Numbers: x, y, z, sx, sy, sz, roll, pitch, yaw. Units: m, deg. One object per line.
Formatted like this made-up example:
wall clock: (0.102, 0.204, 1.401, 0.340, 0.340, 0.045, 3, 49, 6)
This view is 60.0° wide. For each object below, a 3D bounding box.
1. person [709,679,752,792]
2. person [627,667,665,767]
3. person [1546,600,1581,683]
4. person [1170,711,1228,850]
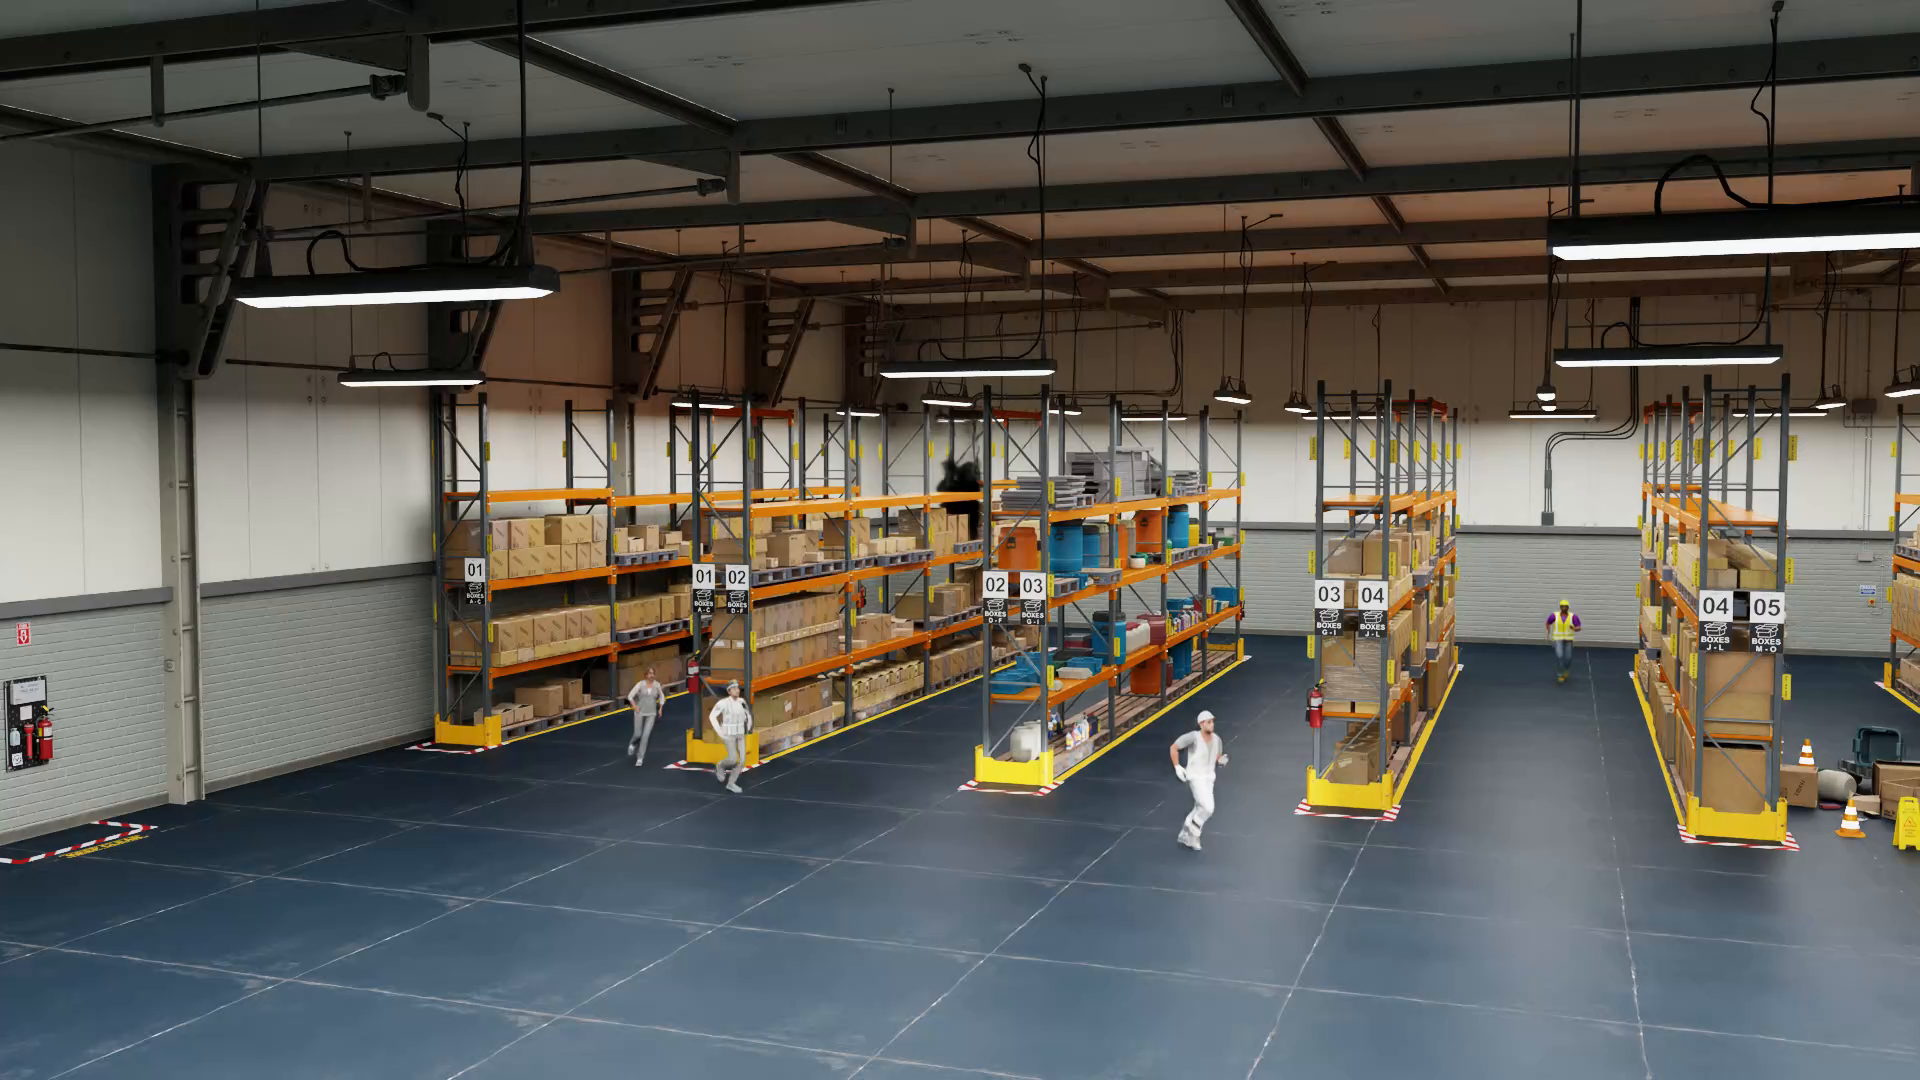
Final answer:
person: (-3.340, 2.873, 24.507, 0.668, 1.659, 0.523, -2, 4, -39)
person: (-5.025, 2.809, 26.696, 0.602, 1.545, 0.742, -1, 3, -19)
person: (13.090, 2.174, 36.050, 0.702, 1.751, 0.990, 1, 3, 15)
person: (3.021, 3.005, 20.784, 0.647, 1.751, 0.735, -2, 4, -36)
